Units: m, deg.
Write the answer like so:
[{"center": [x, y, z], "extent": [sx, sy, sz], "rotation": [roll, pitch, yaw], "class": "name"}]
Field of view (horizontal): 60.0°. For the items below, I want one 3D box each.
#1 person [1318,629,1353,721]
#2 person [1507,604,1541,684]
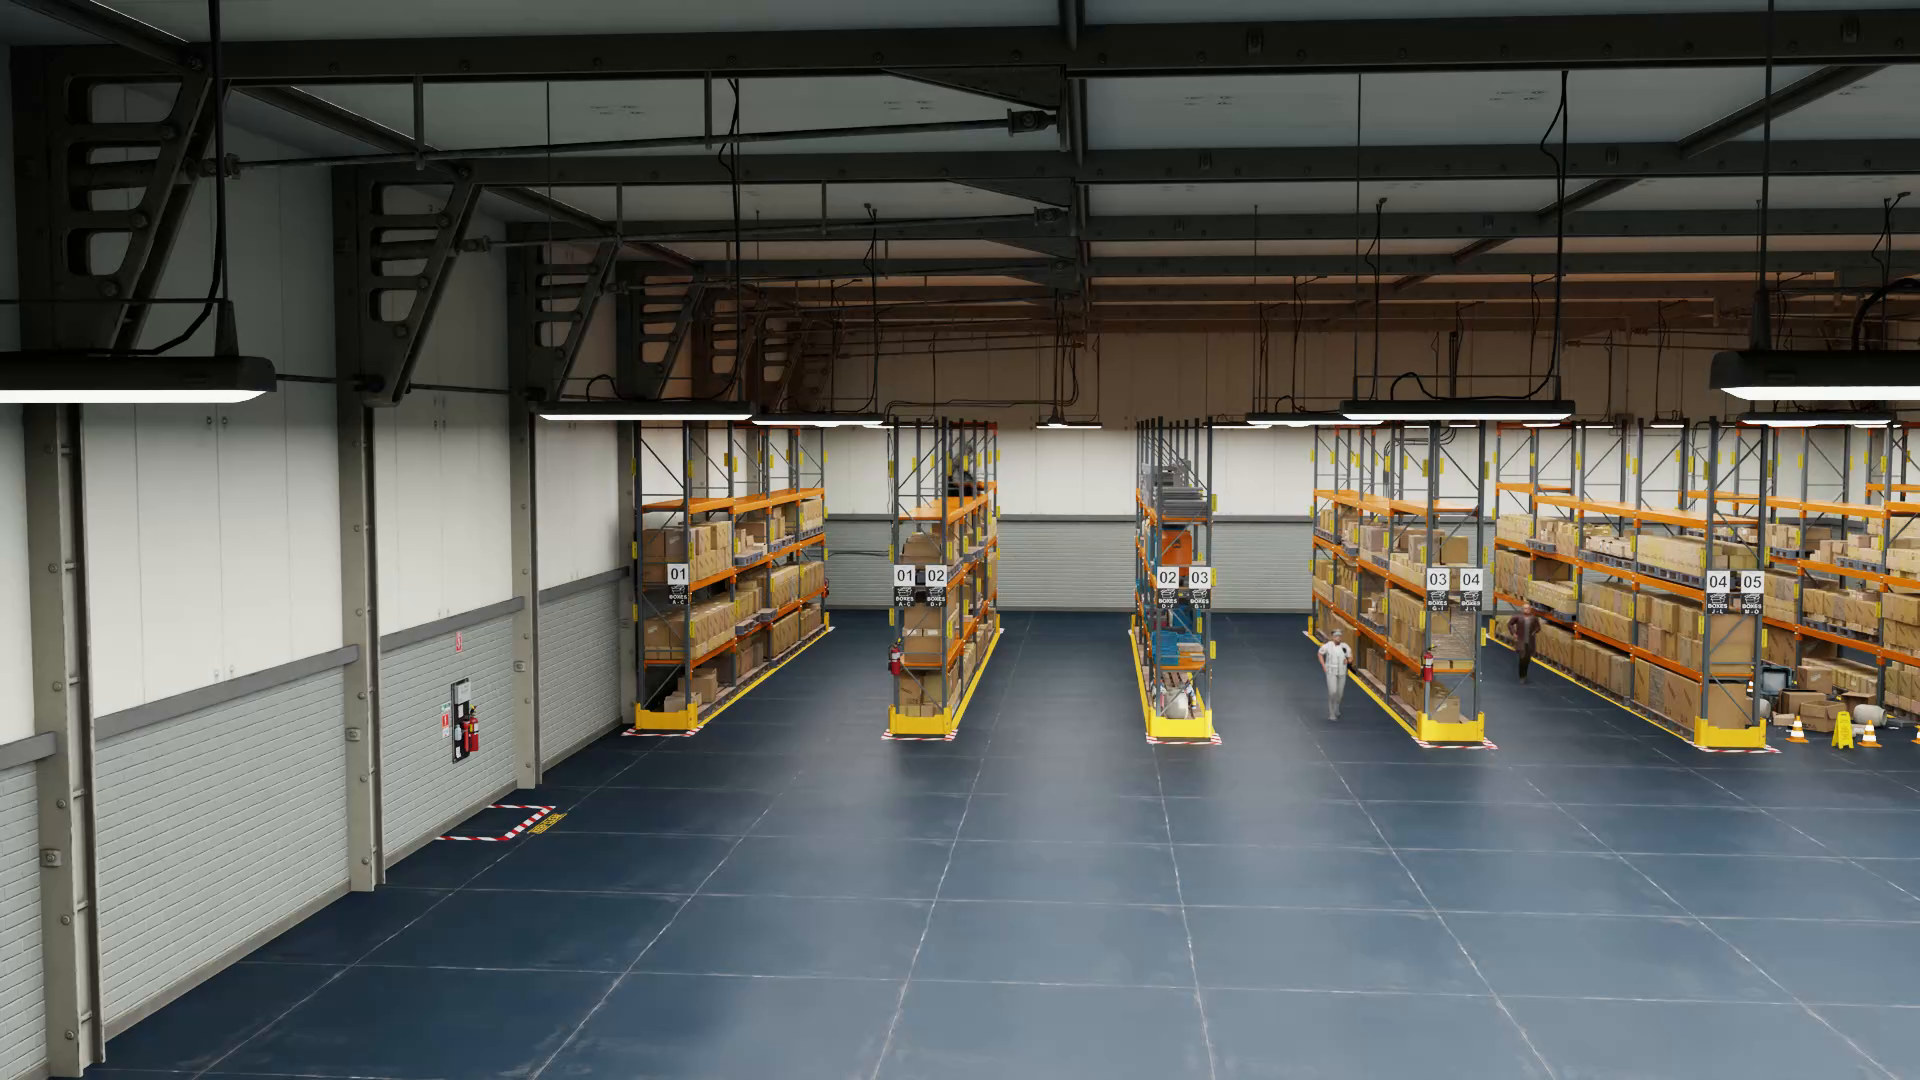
[{"center": [7.508, 2.689, 33.174], "extent": [0.653, 1.848, 0.694], "rotation": [0, 4, -2], "class": "person"}, {"center": [12.900, 2.379, 37.969], "extent": [0.692, 1.850, 0.744], "rotation": [0, 4, 3], "class": "person"}]
